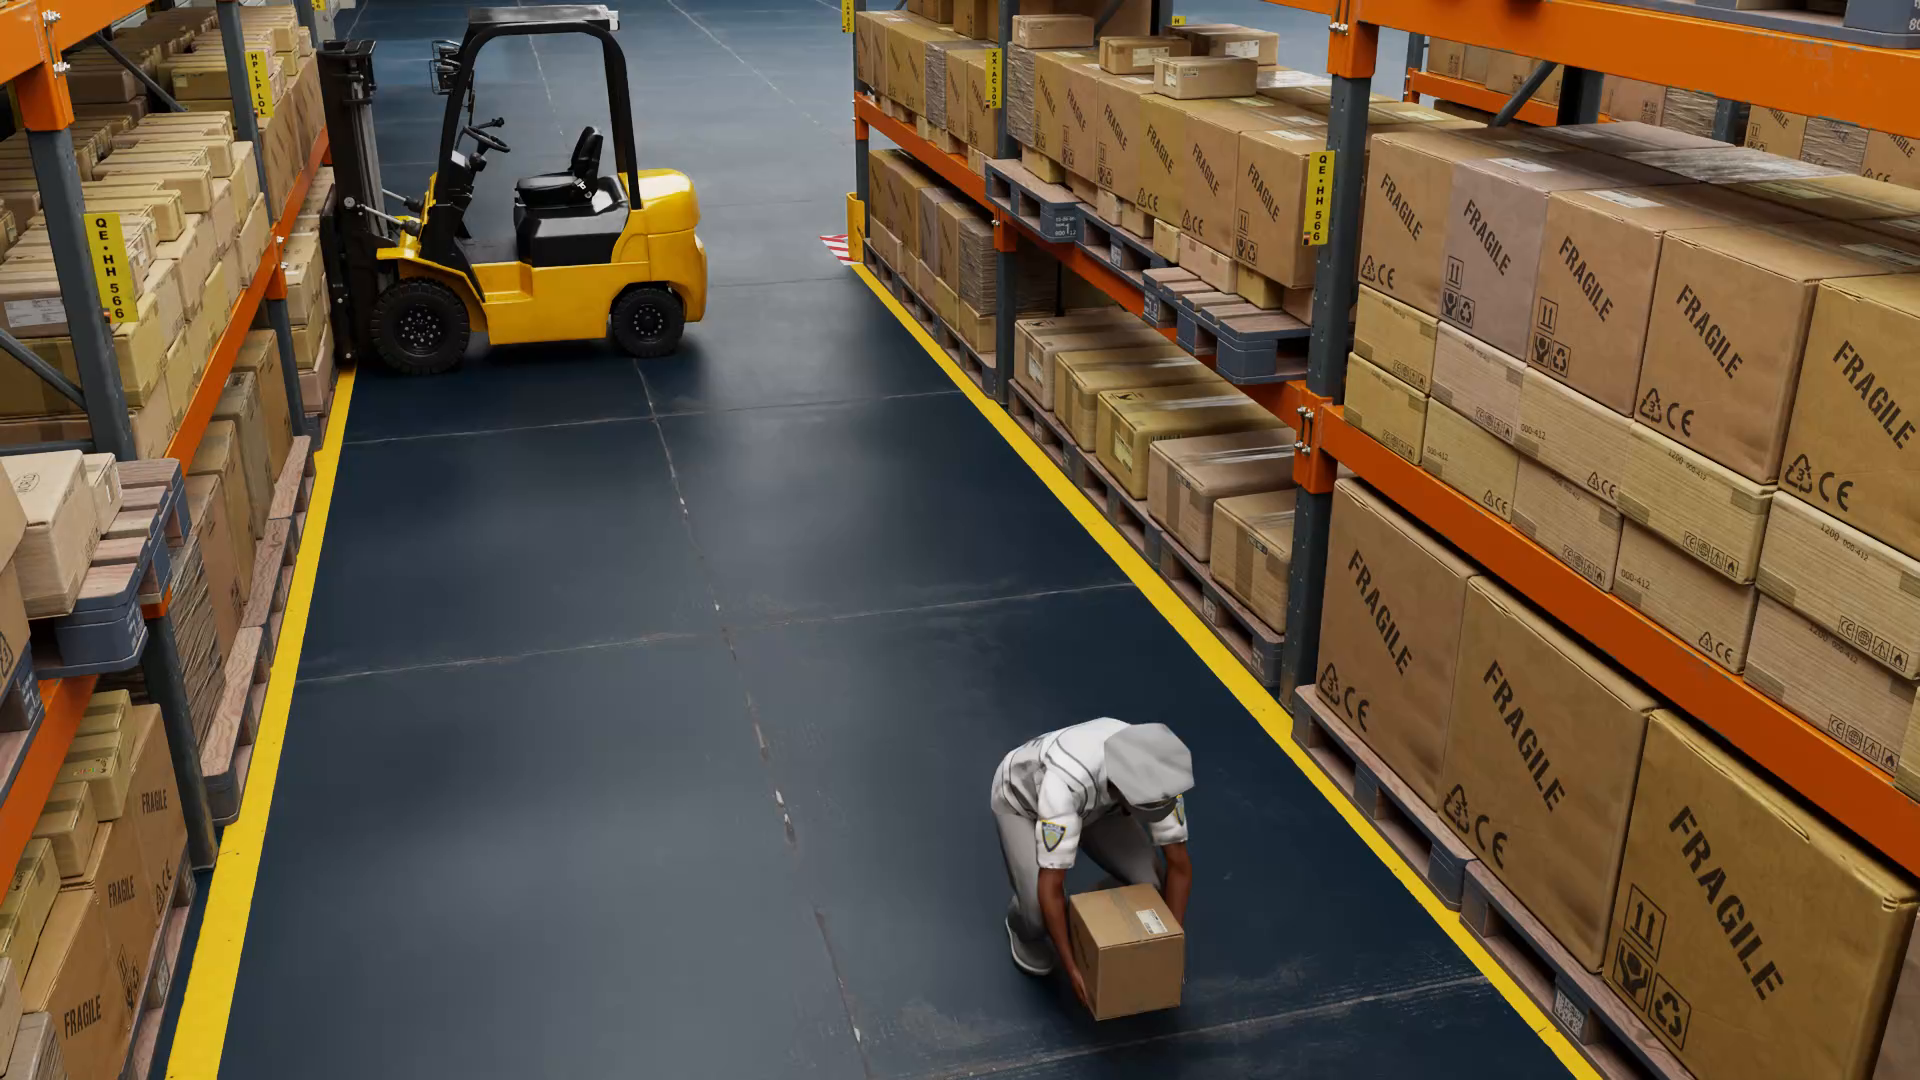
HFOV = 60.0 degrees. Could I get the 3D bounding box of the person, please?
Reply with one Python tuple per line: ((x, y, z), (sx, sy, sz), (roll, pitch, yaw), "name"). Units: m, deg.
((0.389, 0.880, 4.938), (0.485, 0.961, 0.837), (-6, 24, -14), "person")
